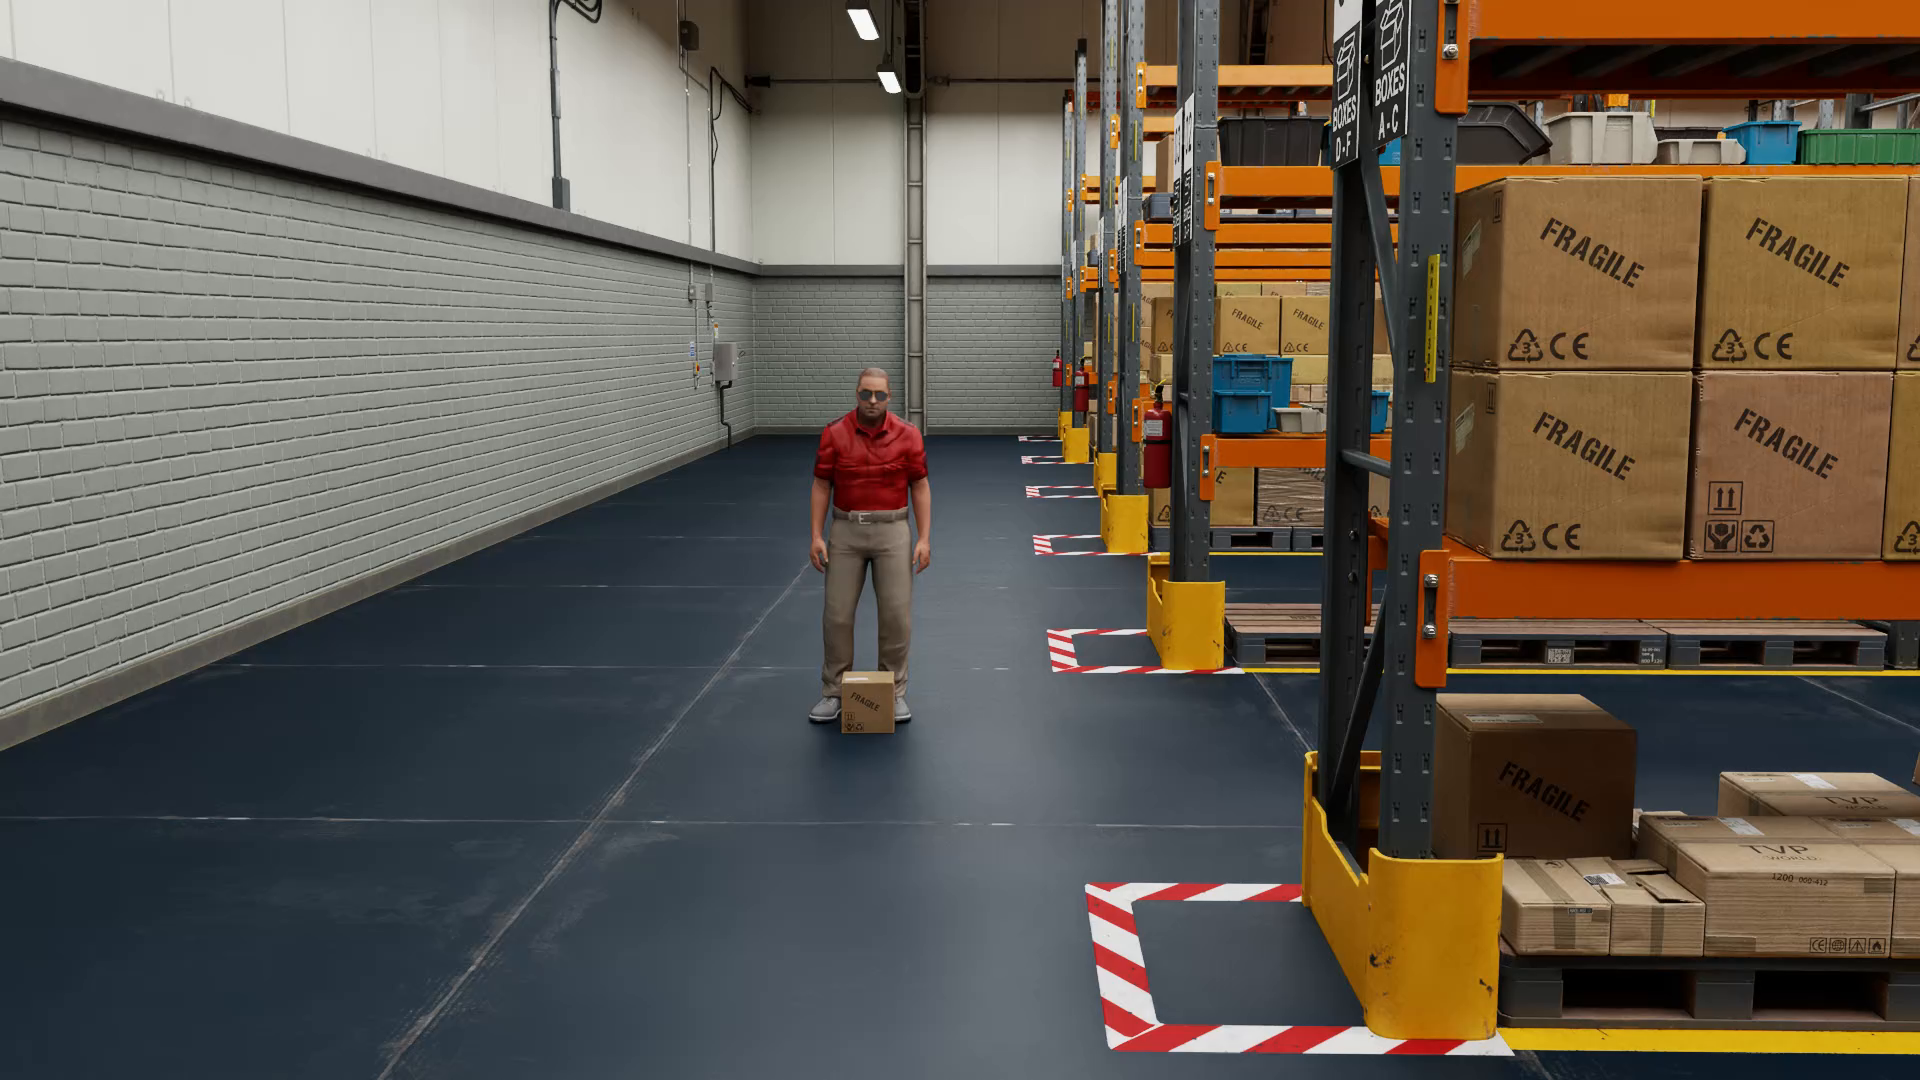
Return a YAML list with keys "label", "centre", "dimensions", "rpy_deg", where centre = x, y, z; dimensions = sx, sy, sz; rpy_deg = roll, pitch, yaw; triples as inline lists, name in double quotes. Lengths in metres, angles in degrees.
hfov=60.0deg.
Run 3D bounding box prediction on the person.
- label: "person"
  centre: [-0.443, 0.017, 8.185]
  dimensions: [0.602, 1.728, 0.384]
  rpy_deg: [0, 7, -1]
